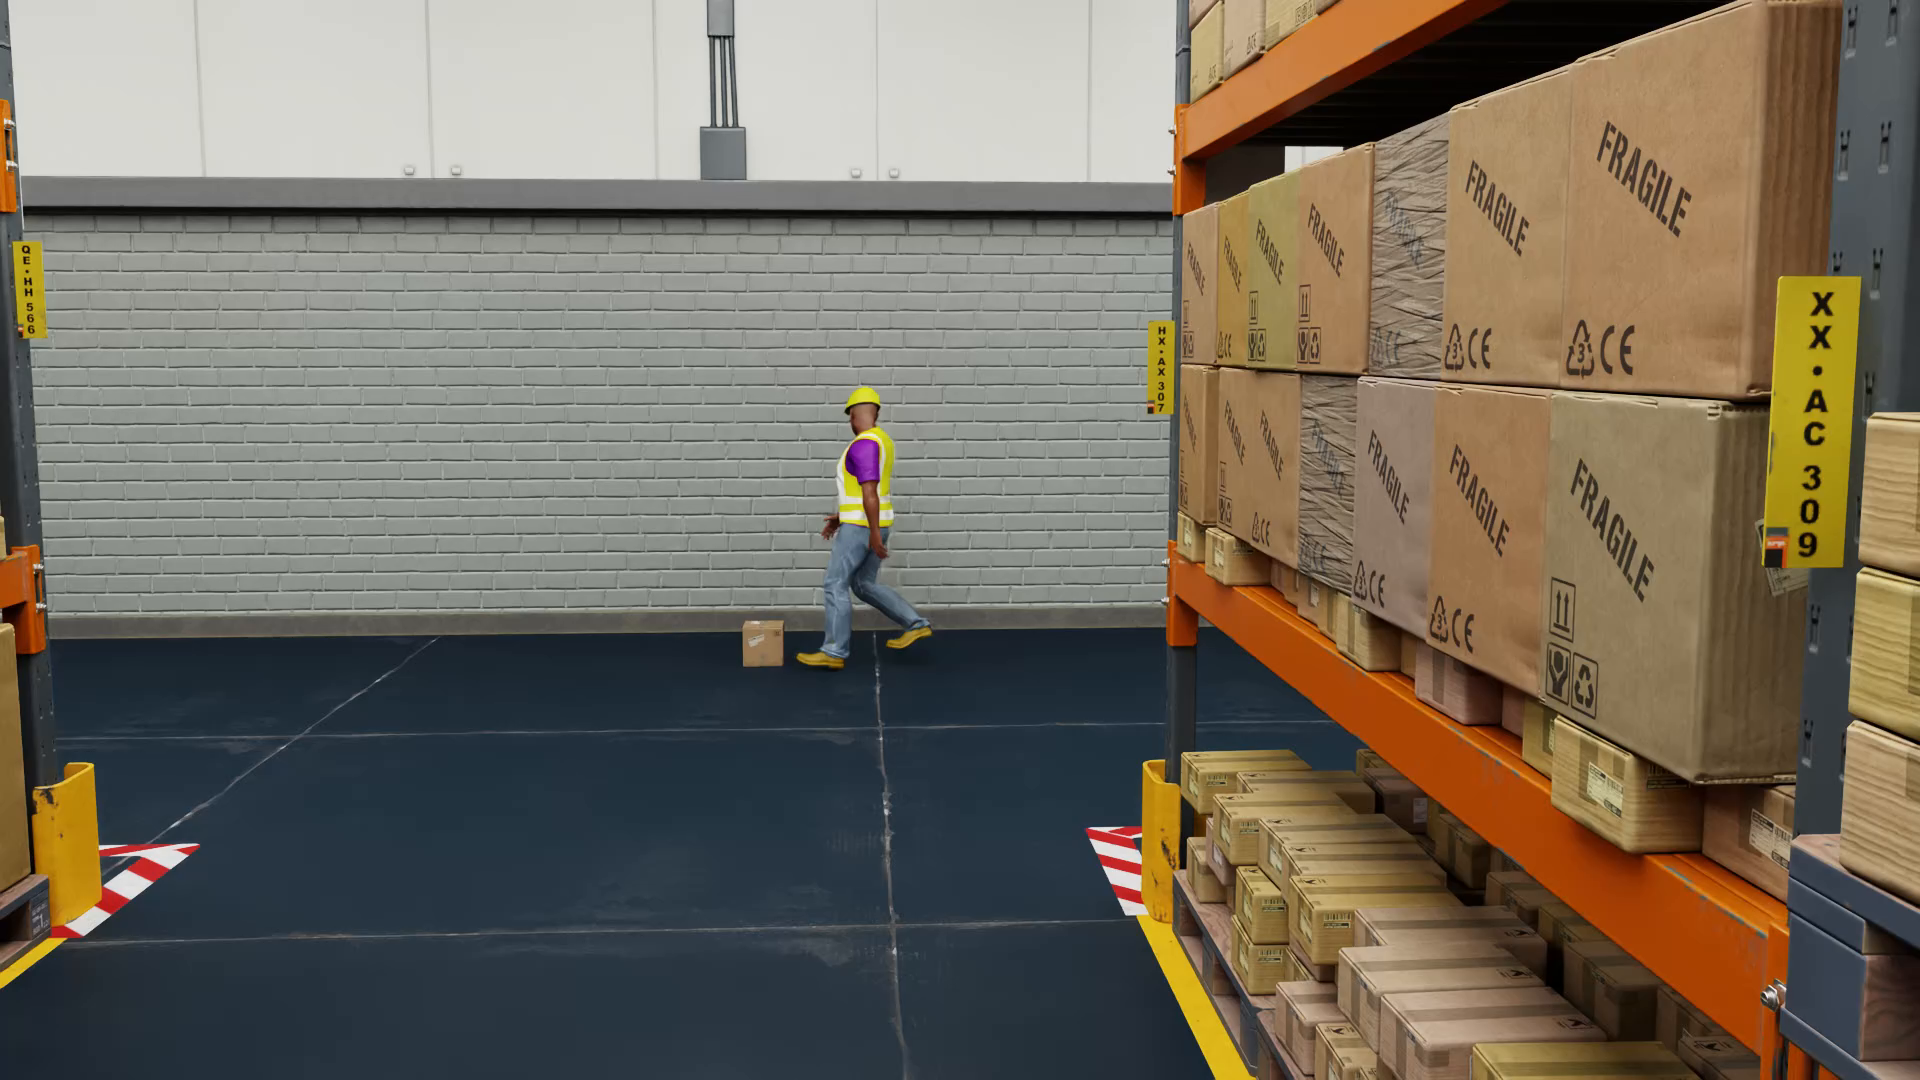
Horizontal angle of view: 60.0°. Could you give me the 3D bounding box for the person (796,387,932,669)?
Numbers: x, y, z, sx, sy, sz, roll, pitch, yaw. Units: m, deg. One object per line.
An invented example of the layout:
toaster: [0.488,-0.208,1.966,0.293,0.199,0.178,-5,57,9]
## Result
person: [-0.589,-0.089,10.398,0.792,1.730,0.586,1,7,10]
